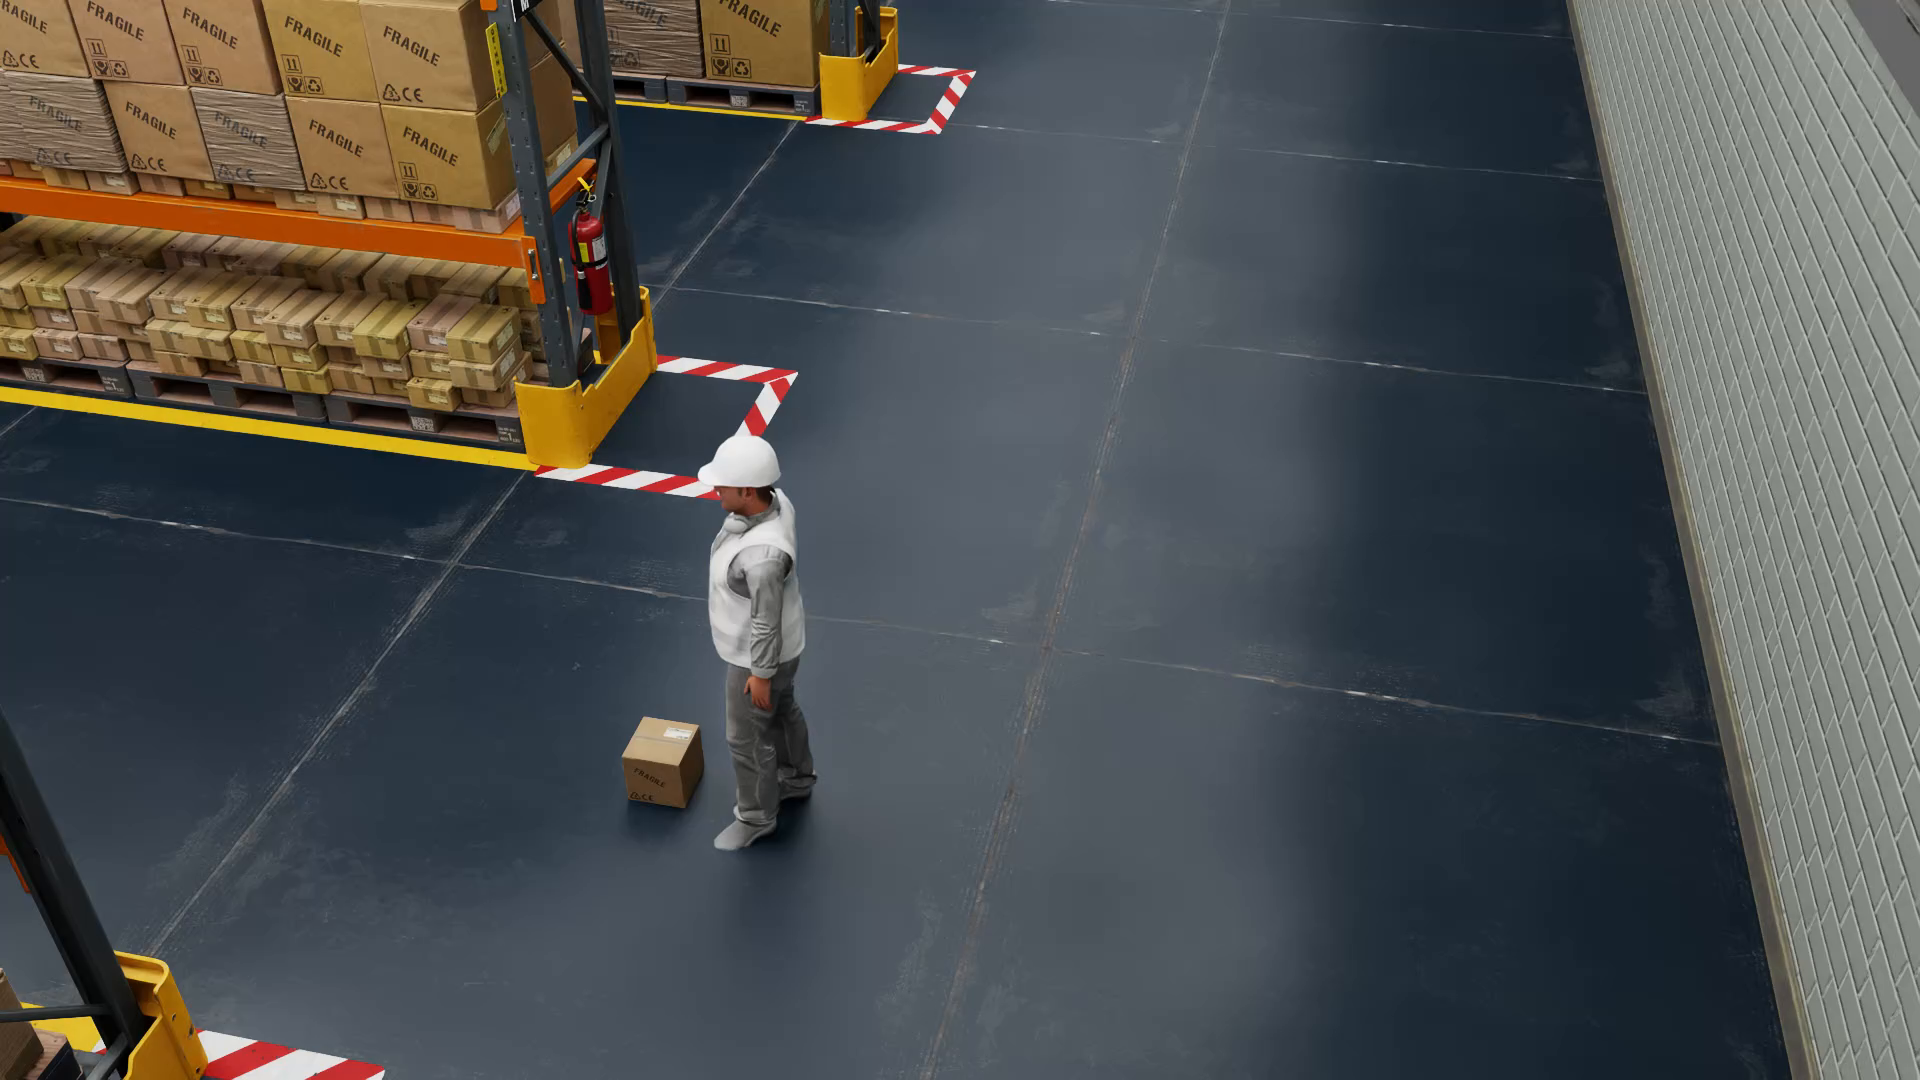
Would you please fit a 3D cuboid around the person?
[{"bbox_3d":[-0.809,0.403,6.421,0.447,1.834,0.558,-2,36,-3],"label":"person"}]
